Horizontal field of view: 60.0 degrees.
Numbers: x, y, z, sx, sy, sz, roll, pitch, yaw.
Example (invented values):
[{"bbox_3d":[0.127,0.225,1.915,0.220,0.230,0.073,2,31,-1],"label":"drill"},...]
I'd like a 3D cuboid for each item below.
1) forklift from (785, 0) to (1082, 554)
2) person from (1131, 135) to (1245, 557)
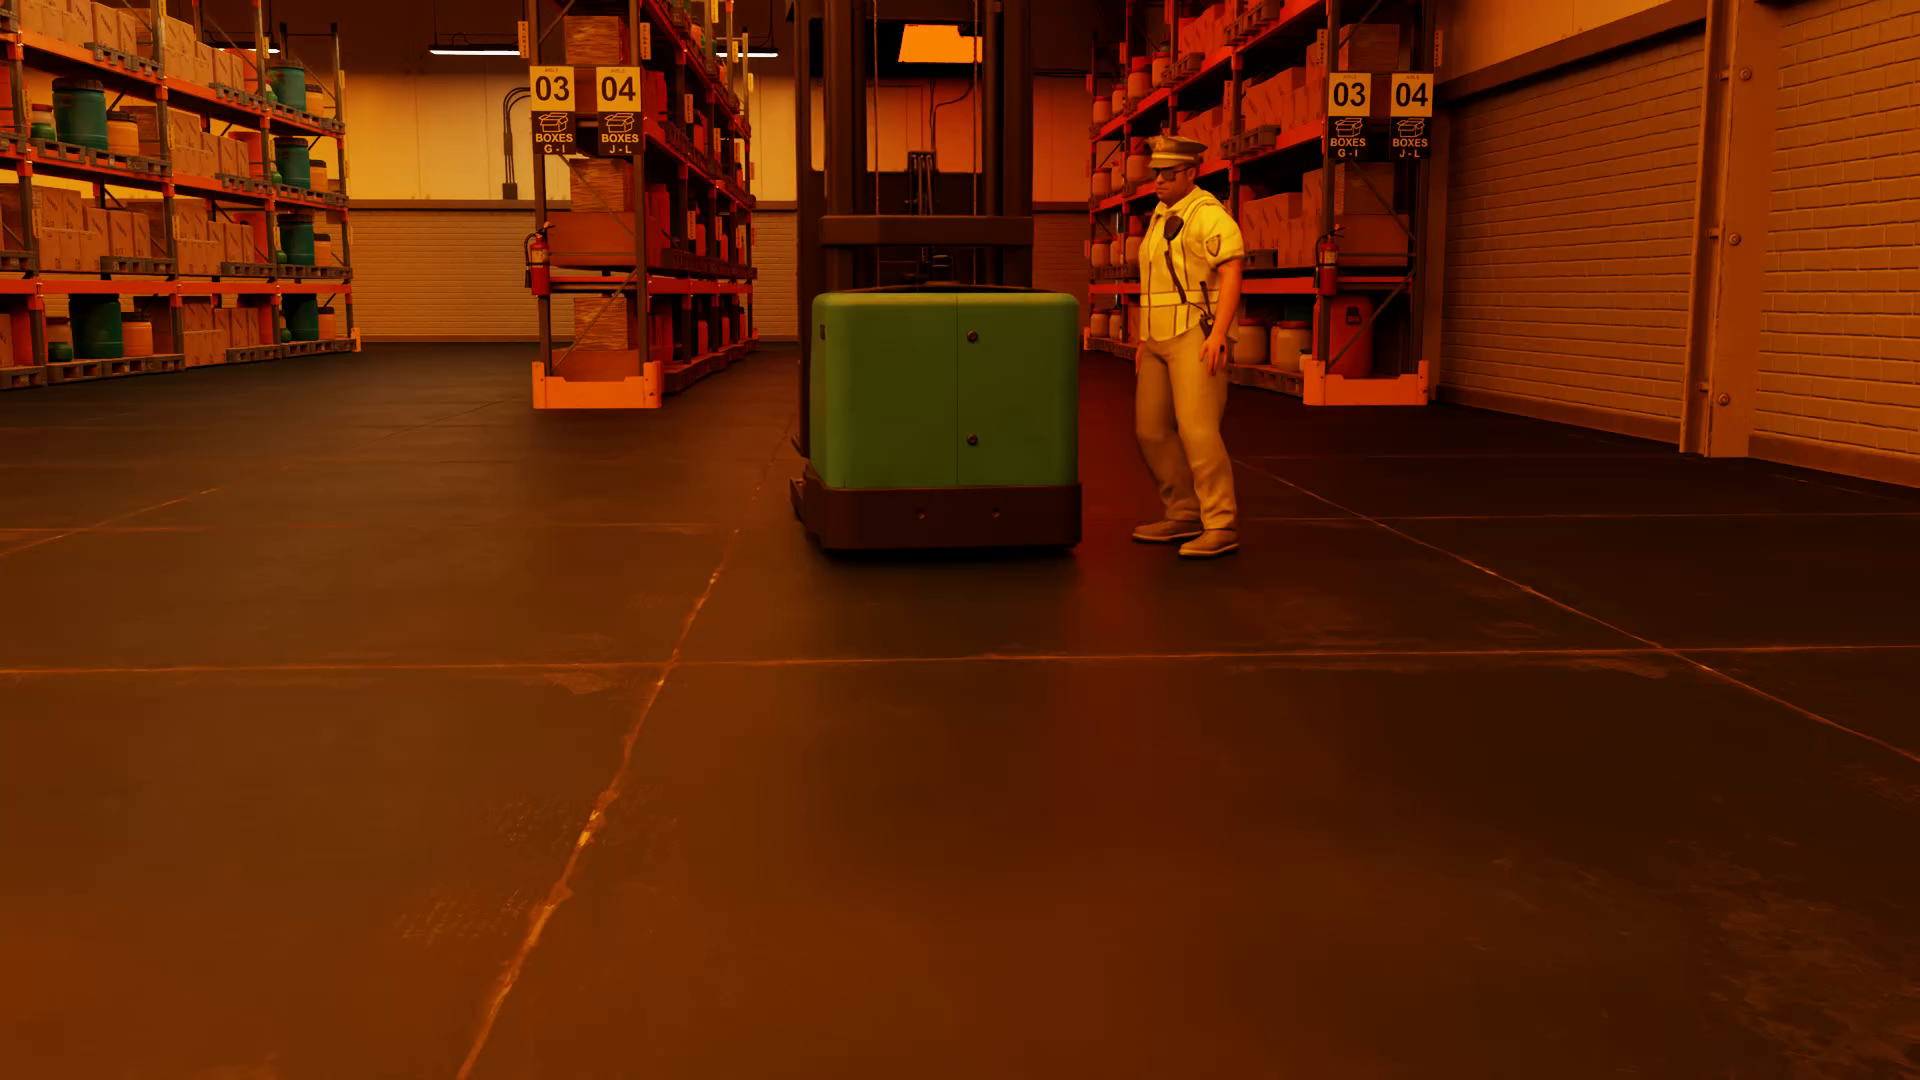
[{"bbox_3d":[-0.246,-1.570,7.902,1.130,2.935,3.031,-1,9,-9],"label":"forklift"},{"bbox_3d":[0.948,-0.836,7.074,0.440,1.725,0.787,-4,9,-27],"label":"person"}]
